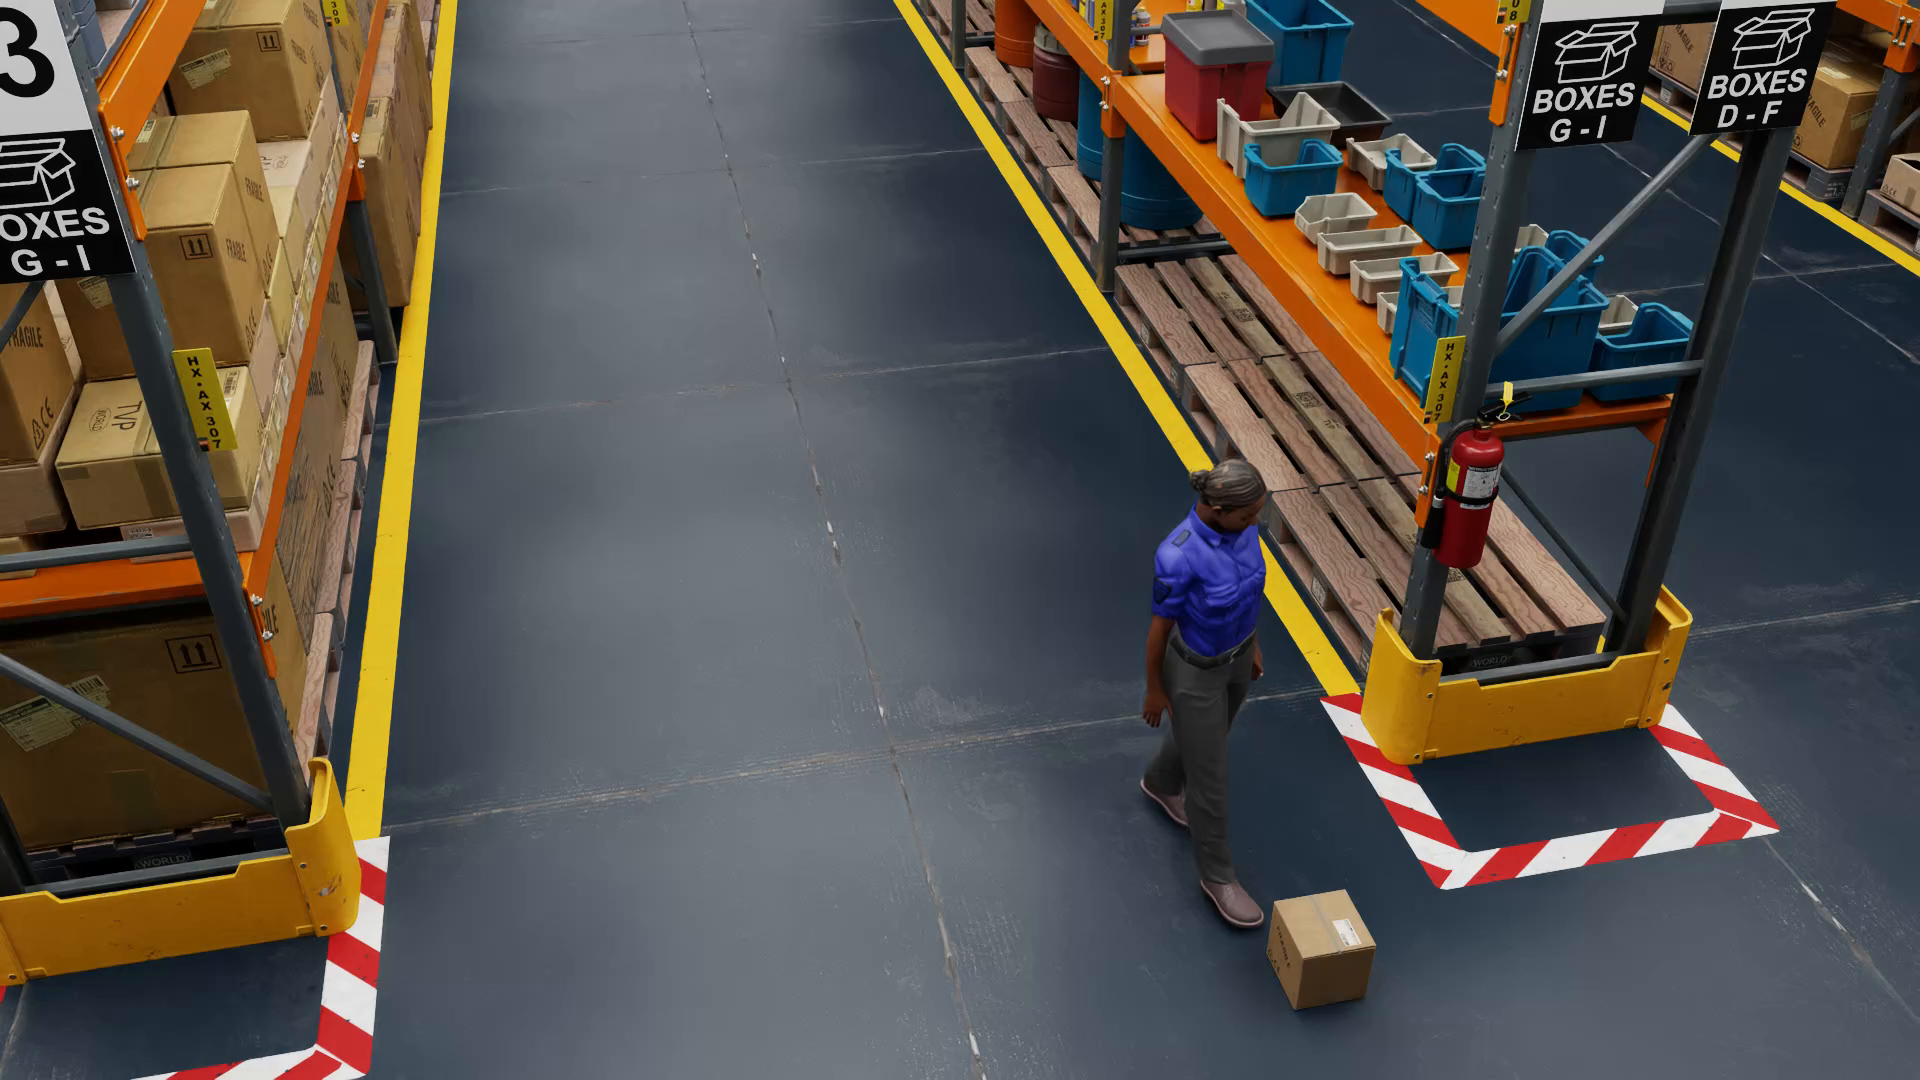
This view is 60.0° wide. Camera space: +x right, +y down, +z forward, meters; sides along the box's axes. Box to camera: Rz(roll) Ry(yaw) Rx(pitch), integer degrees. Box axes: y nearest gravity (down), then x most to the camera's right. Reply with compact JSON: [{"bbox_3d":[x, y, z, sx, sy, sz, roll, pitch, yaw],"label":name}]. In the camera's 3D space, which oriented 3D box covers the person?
[{"bbox_3d":[0.874,0.449,5.486,0.495,1.621,0.744,-28,43,-34],"label":"person"}]
